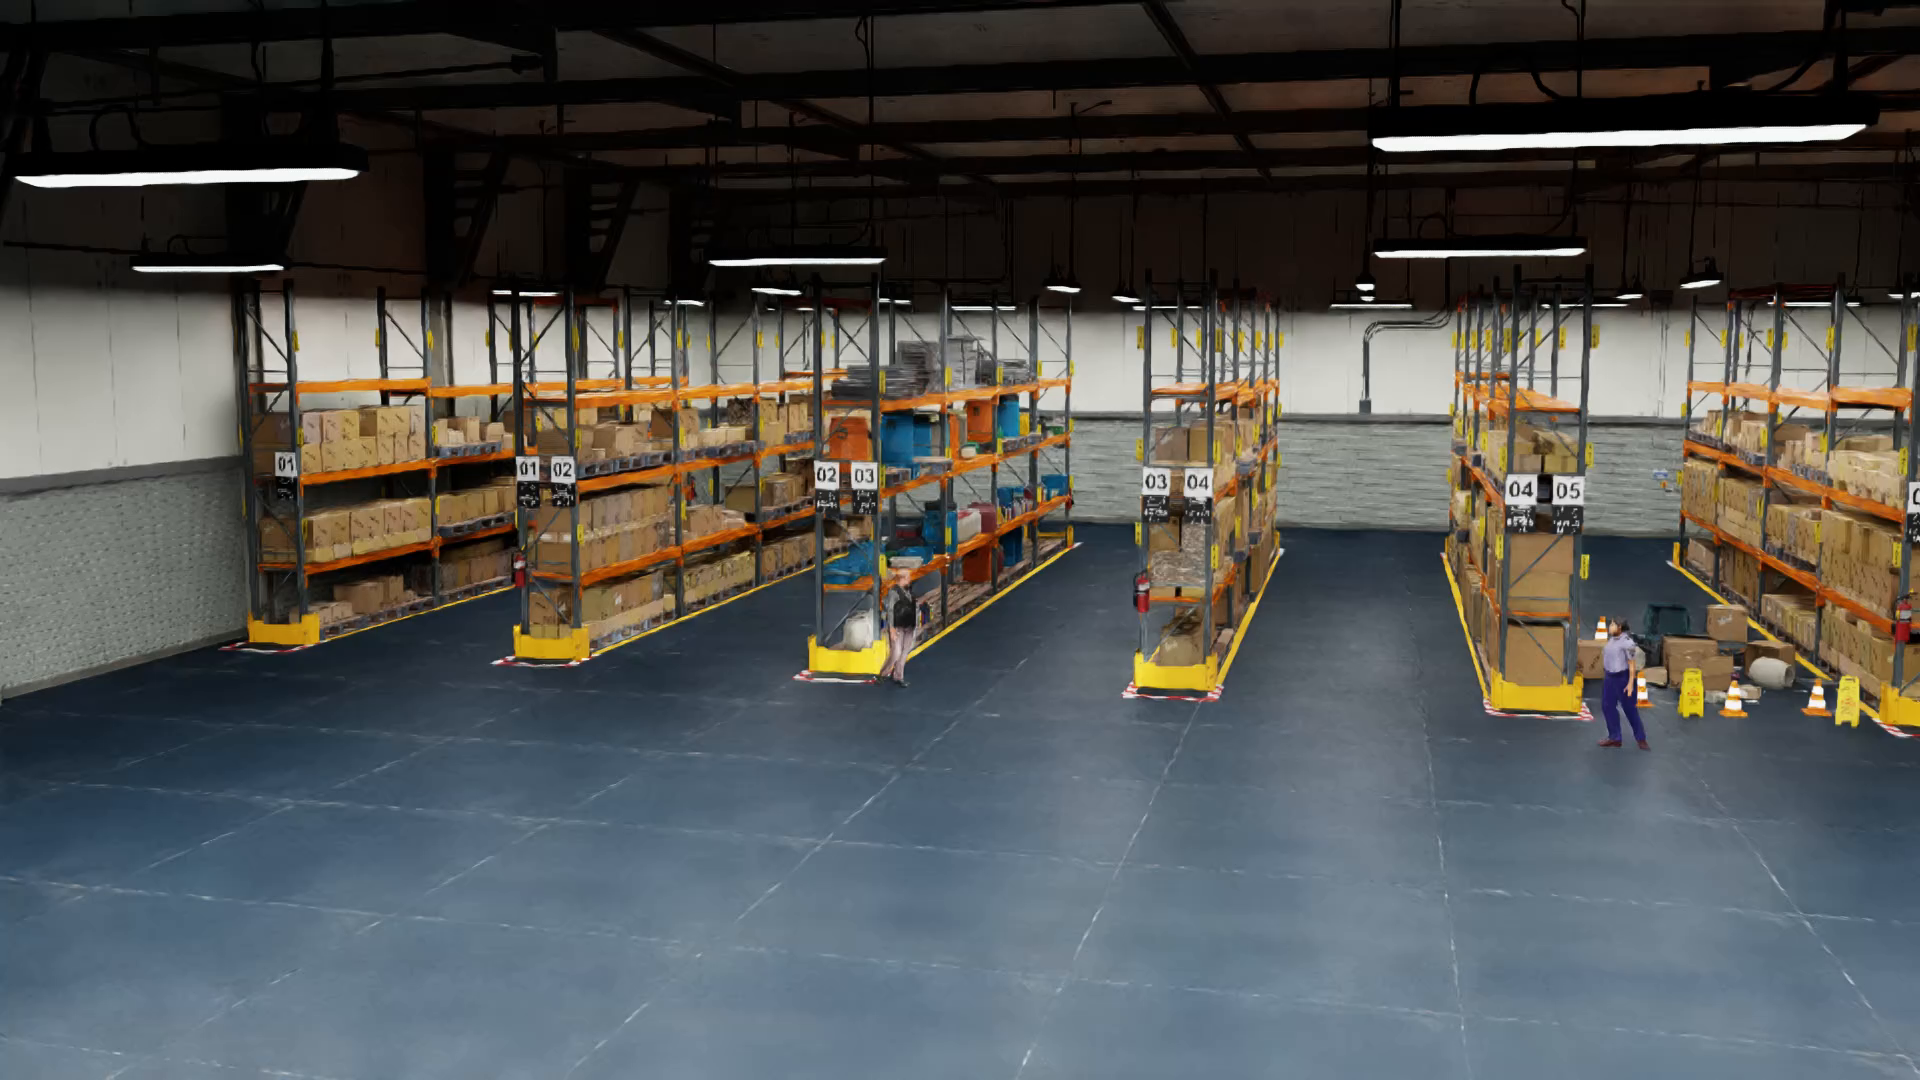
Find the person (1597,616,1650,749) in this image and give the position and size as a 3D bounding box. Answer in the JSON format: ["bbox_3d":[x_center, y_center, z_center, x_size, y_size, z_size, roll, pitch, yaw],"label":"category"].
[{"bbox_3d":[8.215,1.748,20.520,0.524,1.636,0.595,-1,7,-12],"label":"person"}]

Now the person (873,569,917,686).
[{"bbox_3d":[-0.921,1.267,24.026,0.471,1.713,0.698,6,9,40],"label":"person"}]
